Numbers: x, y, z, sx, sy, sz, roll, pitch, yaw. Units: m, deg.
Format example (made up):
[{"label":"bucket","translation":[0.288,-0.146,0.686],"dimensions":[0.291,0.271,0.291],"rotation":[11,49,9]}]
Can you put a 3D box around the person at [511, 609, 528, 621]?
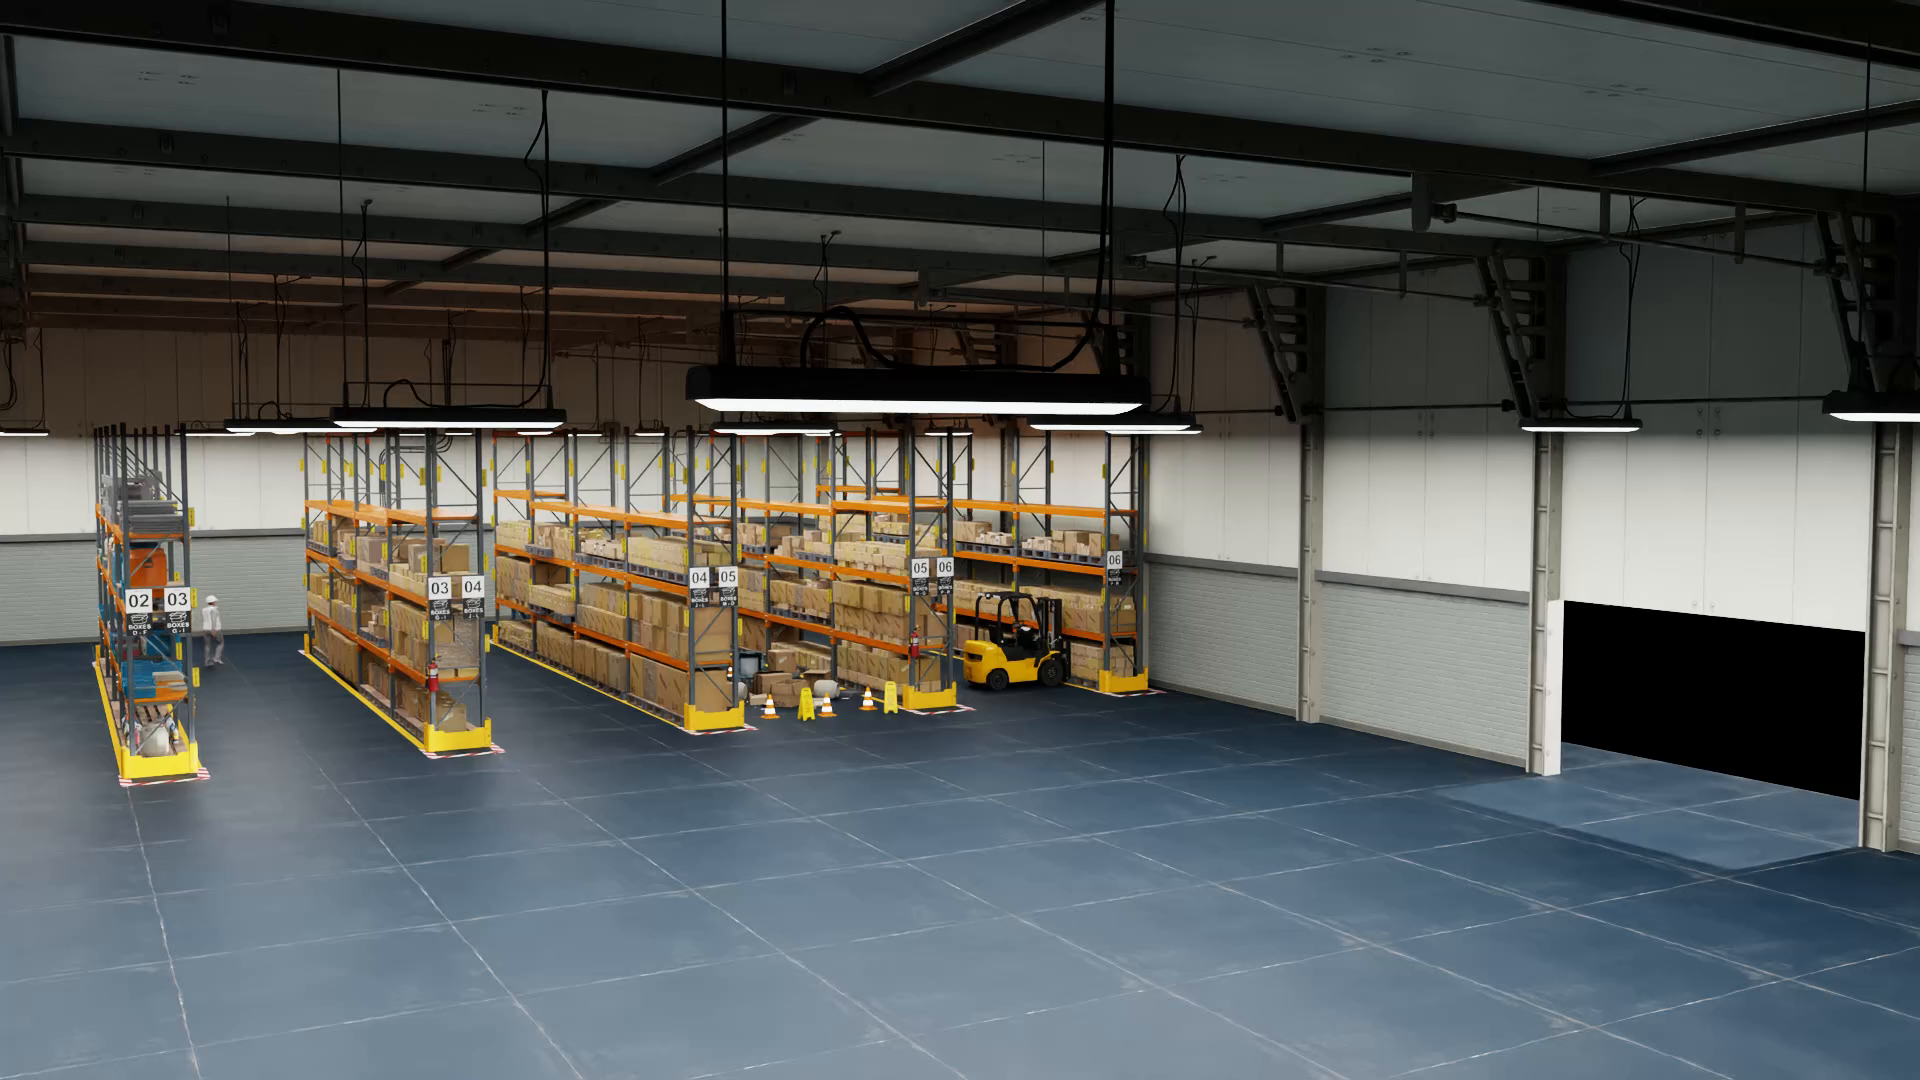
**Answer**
[{"label":"person","translation":[-13.537,1.864,50.850],"dimensions":[0.433,1.558,0.939],"rotation":[2,4,36]}]

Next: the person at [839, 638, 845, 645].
[{"label":"person","translation":[-2.962,2.285,43.018],"dimensions":[0.547,1.635,0.503],"rotation":[-1,4,-21]}]

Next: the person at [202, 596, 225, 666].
[{"label":"person","translation":[-18.918,2.294,41.980],"dimensions":[0.536,1.770,0.551],"rotation":[0,3,6]}]
